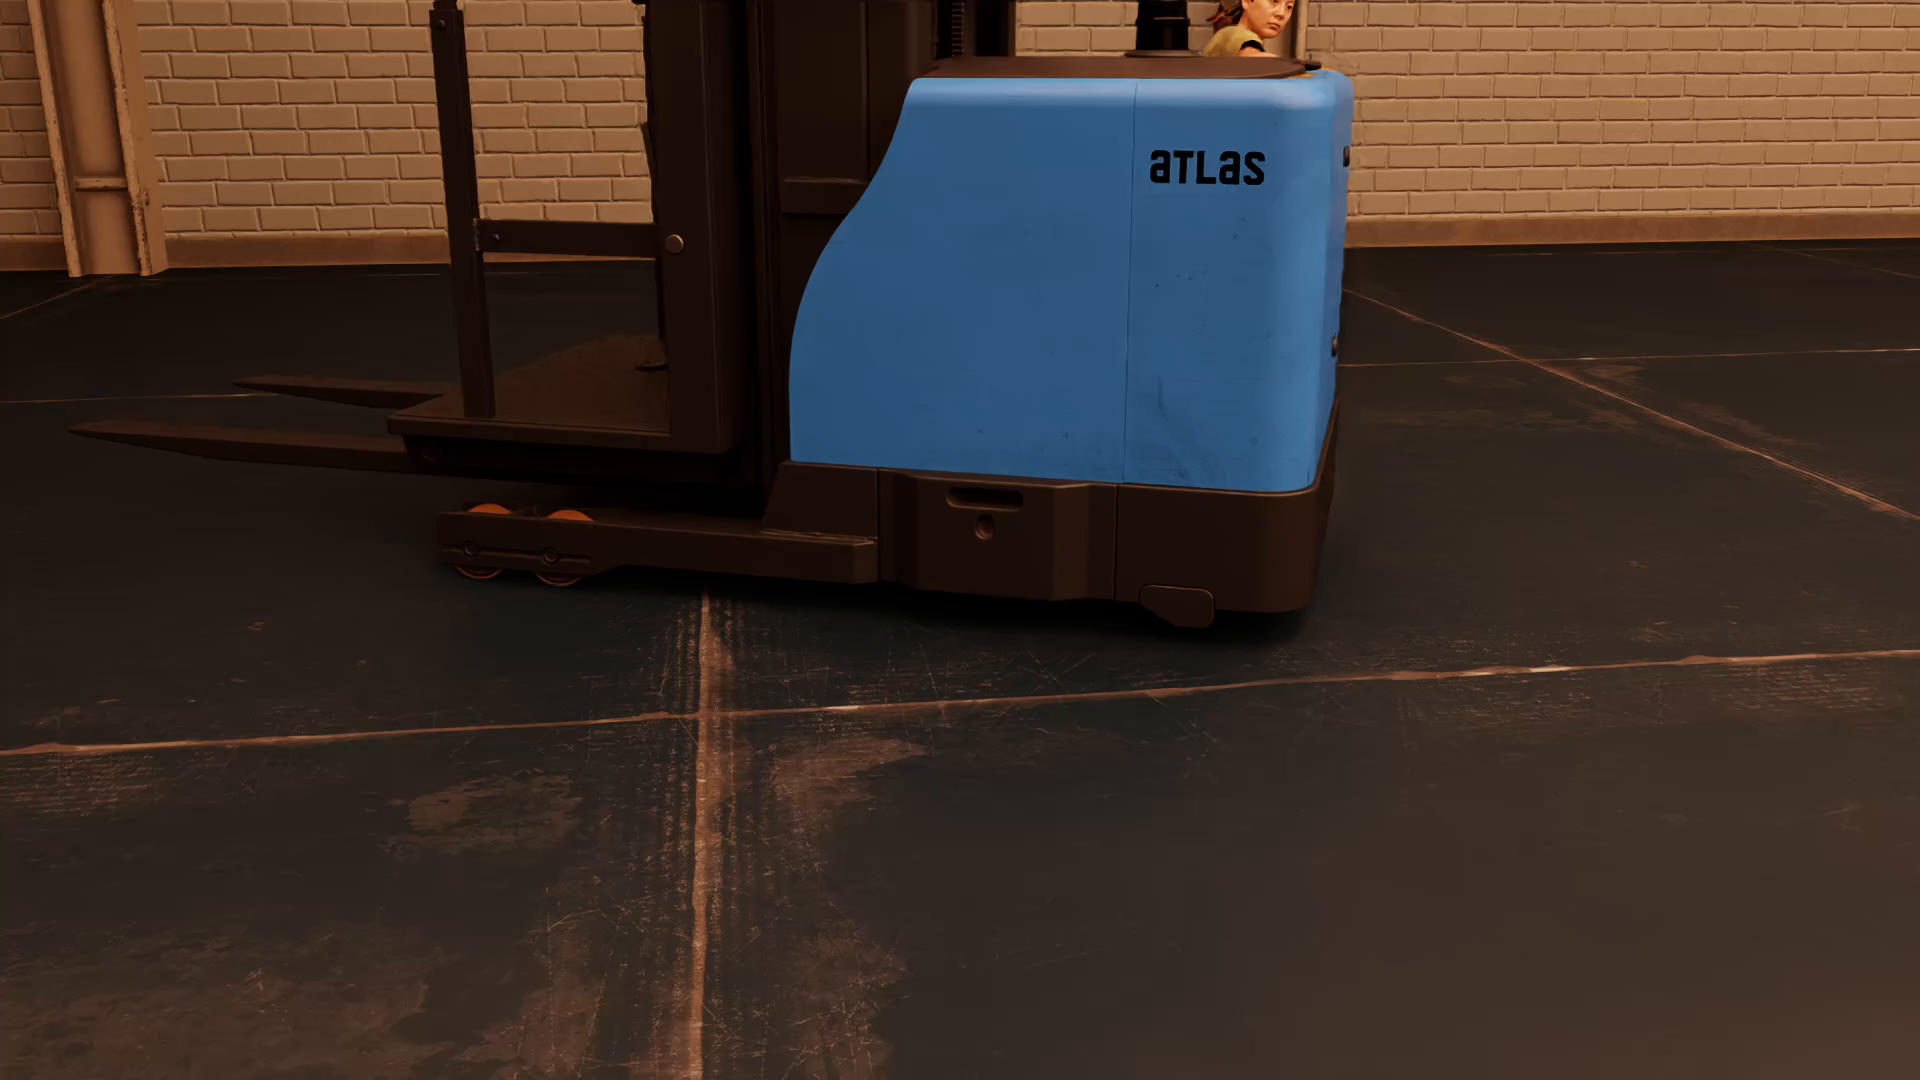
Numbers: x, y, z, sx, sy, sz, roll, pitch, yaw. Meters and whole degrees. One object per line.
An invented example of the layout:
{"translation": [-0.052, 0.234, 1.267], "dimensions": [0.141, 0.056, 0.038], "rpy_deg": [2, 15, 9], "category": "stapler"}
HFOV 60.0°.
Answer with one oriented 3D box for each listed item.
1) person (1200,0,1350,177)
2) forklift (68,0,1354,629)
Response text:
{"translation": [1.060, -1.216, 5.613], "dimensions": [0.830, 1.398, 0.708], "rpy_deg": [-4, 17, -13], "category": "person"}
{"translation": [-0.655, -1.443, 3.674], "dimensions": [3.031, 2.935, 1.130], "rpy_deg": [4, 17, 14], "category": "forklift"}
